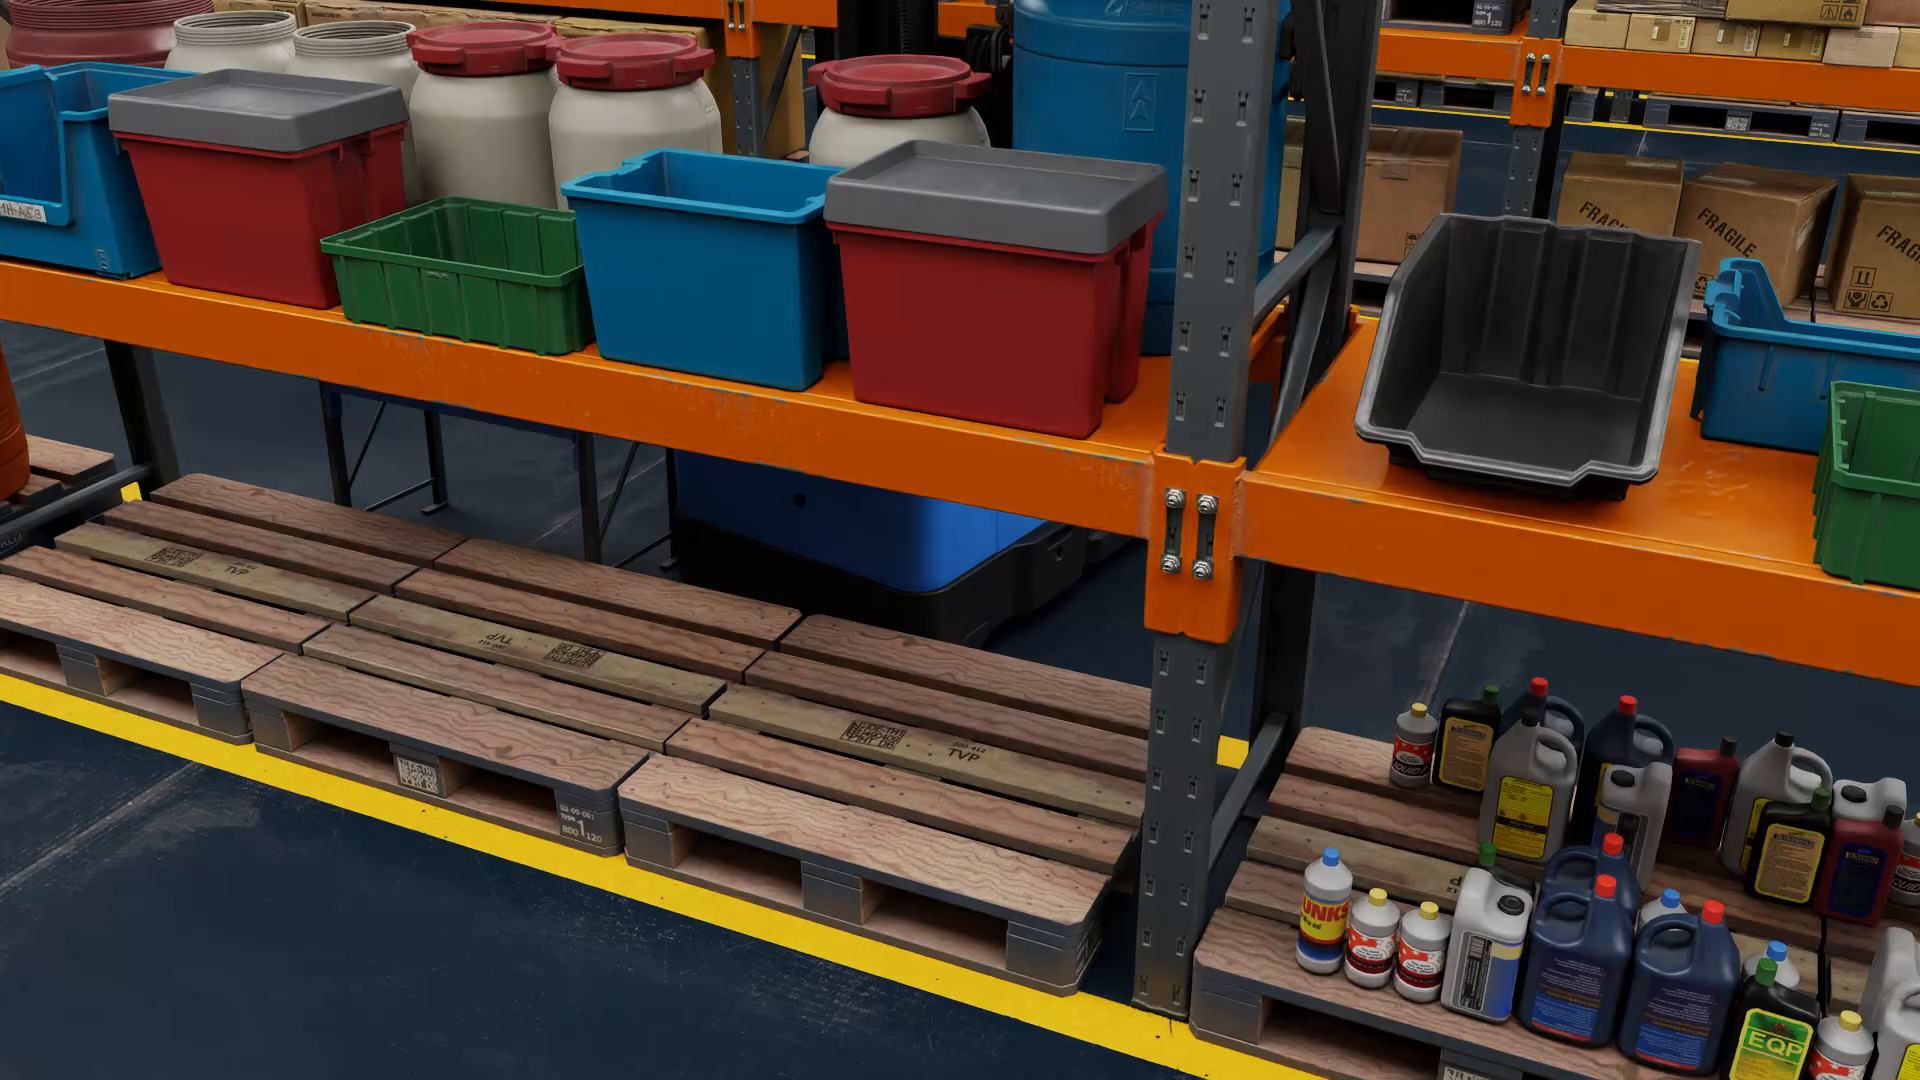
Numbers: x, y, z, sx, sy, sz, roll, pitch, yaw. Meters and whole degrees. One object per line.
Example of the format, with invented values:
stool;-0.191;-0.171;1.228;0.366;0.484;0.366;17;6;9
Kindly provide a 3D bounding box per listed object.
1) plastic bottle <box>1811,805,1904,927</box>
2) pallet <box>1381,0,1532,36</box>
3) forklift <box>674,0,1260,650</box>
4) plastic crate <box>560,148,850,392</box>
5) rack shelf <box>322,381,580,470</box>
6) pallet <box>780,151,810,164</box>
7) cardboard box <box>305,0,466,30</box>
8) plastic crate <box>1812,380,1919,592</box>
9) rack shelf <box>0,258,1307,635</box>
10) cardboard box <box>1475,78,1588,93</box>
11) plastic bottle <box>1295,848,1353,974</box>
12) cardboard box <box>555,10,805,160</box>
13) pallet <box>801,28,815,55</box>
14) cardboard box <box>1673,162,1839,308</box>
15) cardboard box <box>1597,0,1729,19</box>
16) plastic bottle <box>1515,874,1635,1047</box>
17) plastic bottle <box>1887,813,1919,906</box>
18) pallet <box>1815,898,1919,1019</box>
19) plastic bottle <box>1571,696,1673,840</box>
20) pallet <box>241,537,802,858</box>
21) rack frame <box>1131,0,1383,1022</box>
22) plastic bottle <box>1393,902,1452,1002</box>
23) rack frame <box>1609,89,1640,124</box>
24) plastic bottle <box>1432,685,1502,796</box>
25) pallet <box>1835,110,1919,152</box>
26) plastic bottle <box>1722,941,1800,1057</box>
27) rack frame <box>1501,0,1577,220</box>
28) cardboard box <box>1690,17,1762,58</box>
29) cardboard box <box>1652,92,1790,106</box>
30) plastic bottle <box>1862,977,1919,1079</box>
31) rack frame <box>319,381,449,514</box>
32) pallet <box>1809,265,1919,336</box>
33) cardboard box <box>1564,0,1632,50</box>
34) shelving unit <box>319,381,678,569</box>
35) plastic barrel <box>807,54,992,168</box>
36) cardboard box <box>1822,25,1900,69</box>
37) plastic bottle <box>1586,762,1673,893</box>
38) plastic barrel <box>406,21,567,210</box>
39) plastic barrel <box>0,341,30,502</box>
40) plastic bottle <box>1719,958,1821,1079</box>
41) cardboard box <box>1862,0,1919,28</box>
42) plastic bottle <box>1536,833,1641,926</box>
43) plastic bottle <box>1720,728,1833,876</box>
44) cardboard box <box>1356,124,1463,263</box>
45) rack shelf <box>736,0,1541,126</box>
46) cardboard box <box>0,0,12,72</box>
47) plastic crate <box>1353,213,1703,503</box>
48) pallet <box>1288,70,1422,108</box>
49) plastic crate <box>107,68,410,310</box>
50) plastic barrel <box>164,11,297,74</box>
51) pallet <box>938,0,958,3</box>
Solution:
plastic bottle;1.918;0.683;3.544;0.133;0.283;0.061;11;28;22
pallet;2.056;-2.612;7.877;1.213;0.211;1.003;11;28;22
forklift;0.364;-1.538;5.556;1.130;2.935;3.031;18;31;32
plastic crate;-0.492;-0.578;3.546;0.575;0.384;0.392;11;28;22
rack shelf;-1.494;-0.477;5.394;1.000;0.185;0.538;12;25;22
pallet;-1.636;-2.155;9.888;1.213;0.211;1.003;11;28;22
cardboard box;-3.186;-2.926;10.227;0.875;0.875;1.225;10;28;20
plastic crate;1.760;-0.052;2.699;0.662;0.188;0.450;11;28;22
rack shelf;-1.179;-0.552;4.289;4.000;0.370;1.077;11;28;22
cardboard box;4.234;-3.732;12.007;0.750;0.750;1.050;11;28;22
plastic bottle;0.750;0.753;3.416;0.097;0.271;0.097;0;26;0
cardboard box;-1.569;-2.601;9.567;0.875;0.875;1.225;10;28;19
pallet;-0.622;-4.323;14.292;1.213;0.211;1.003;11;28;22
cardboard box;3.564;-1.376;7.504;0.500;0.500;0.500;22;34;38
cardboard box;3.076;-2.571;7.127;0.500;0.500;0.875;11;28;22
plastic bottle;1.204;0.797;3.236;0.185;0.351;0.144;12;29;23
plastic bottle;2.081;0.687;3.628;0.097;0.201;0.097;0;26;0
pallet;2.350;1.104;3.268;1.213;0.211;1.003;11;28;22
plastic bottle;1.522;0.519;3.800;0.185;0.351;0.144;10;28;19
pallet;-1.204;0.392;4.715;1.213;0.211;1.003;11;28;22
rack frame;0.641;-0.509;3.387;0.127;3.000;1.000;11;28;22
plastic bottle;0.935;0.821;3.356;0.097;0.201;0.097;0;26;0
rack frame;4.837;-4.476;11.445;0.127;3.000;1.000;11;28;22
plastic bottle;1.216;0.468;3.981;0.133;0.283;0.061;13;29;24
pallet;6.611;-2.832;11.263;1.213;0.211;1.003;11;28;22
plastic bottle;1.526;0.879;3.160;0.097;0.271;0.097;0;26;0
rack frame;2.692;-2.500;7.432;0.127;3.000;1.000;11;28;22
cardboard box;3.224;-2.142;6.988;0.250;0.149;0.380;11;28;22
cardboard box;5.380;-3.568;11.531;0.875;0.875;0.875;12;29;23
plastic bottle;1.763;0.909;3.008;0.185;0.351;0.144;11;28;21
rack frame;-1.950;-0.738;5.517;0.032;1.500;0.500;12;25;22
pallet;4.432;-0.918;7.376;1.213;0.211;1.003;11;28;22
cardboard box;2.763;-2.227;7.162;0.250;0.149;0.380;11;28;22
shelving unit;-1.489;-0.642;5.323;1.048;1.500;0.538;12;25;22
plastic barrel;-0.139;-0.833;3.891;0.433;0.535;0.433;0;26;0
cardboard box;3.666;-2.037;6.777;0.250;0.149;0.380;11;28;22
plastic bottle;1.483;0.617;3.686;0.135;0.276;0.152;11;28;22
plastic barrel;-1.200;-1.046;4.325;0.433;0.535;0.433;0;26;0
plastic barrel;-3.452;-0.537;5.427;0.708;0.830;0.600;11;28;22
plastic bottle;1.509;0.909;3.086;0.133;0.283;0.061;13;29;24
cardboard box;4.013;-2.415;6.809;0.500;0.500;0.875;11;28;22
plastic bottle;1.264;0.739;3.354;0.185;0.351;0.144;11;28;22
plastic bottle;1.816;0.578;3.680;0.185;0.351;0.144;11;28;21
cardboard box;2.142;-1.697;8.133;0.500;0.500;0.700;9;28;18
rack shelf;0.871;-2.543;8.334;4.000;0.370;1.077;11;28;22
cardboard box;-5.978;-3.515;11.424;0.875;0.875;0.875;11;28;22
plastic crate;1.065;-0.334;3.103;0.504;0.338;0.767;11;28;22
pallet;2.989;-3.558;12.738;1.213;0.211;1.003;11;28;22
plastic crate;-1.655;-0.850;4.008;0.583;0.464;0.402;11;28;22
plastic barrel;-1.975;-1.188;4.640;0.421;0.512;0.421;0;26;0
pallet;-0.257;-3.058;8.782;1.003;0.211;1.213;11;28;22
